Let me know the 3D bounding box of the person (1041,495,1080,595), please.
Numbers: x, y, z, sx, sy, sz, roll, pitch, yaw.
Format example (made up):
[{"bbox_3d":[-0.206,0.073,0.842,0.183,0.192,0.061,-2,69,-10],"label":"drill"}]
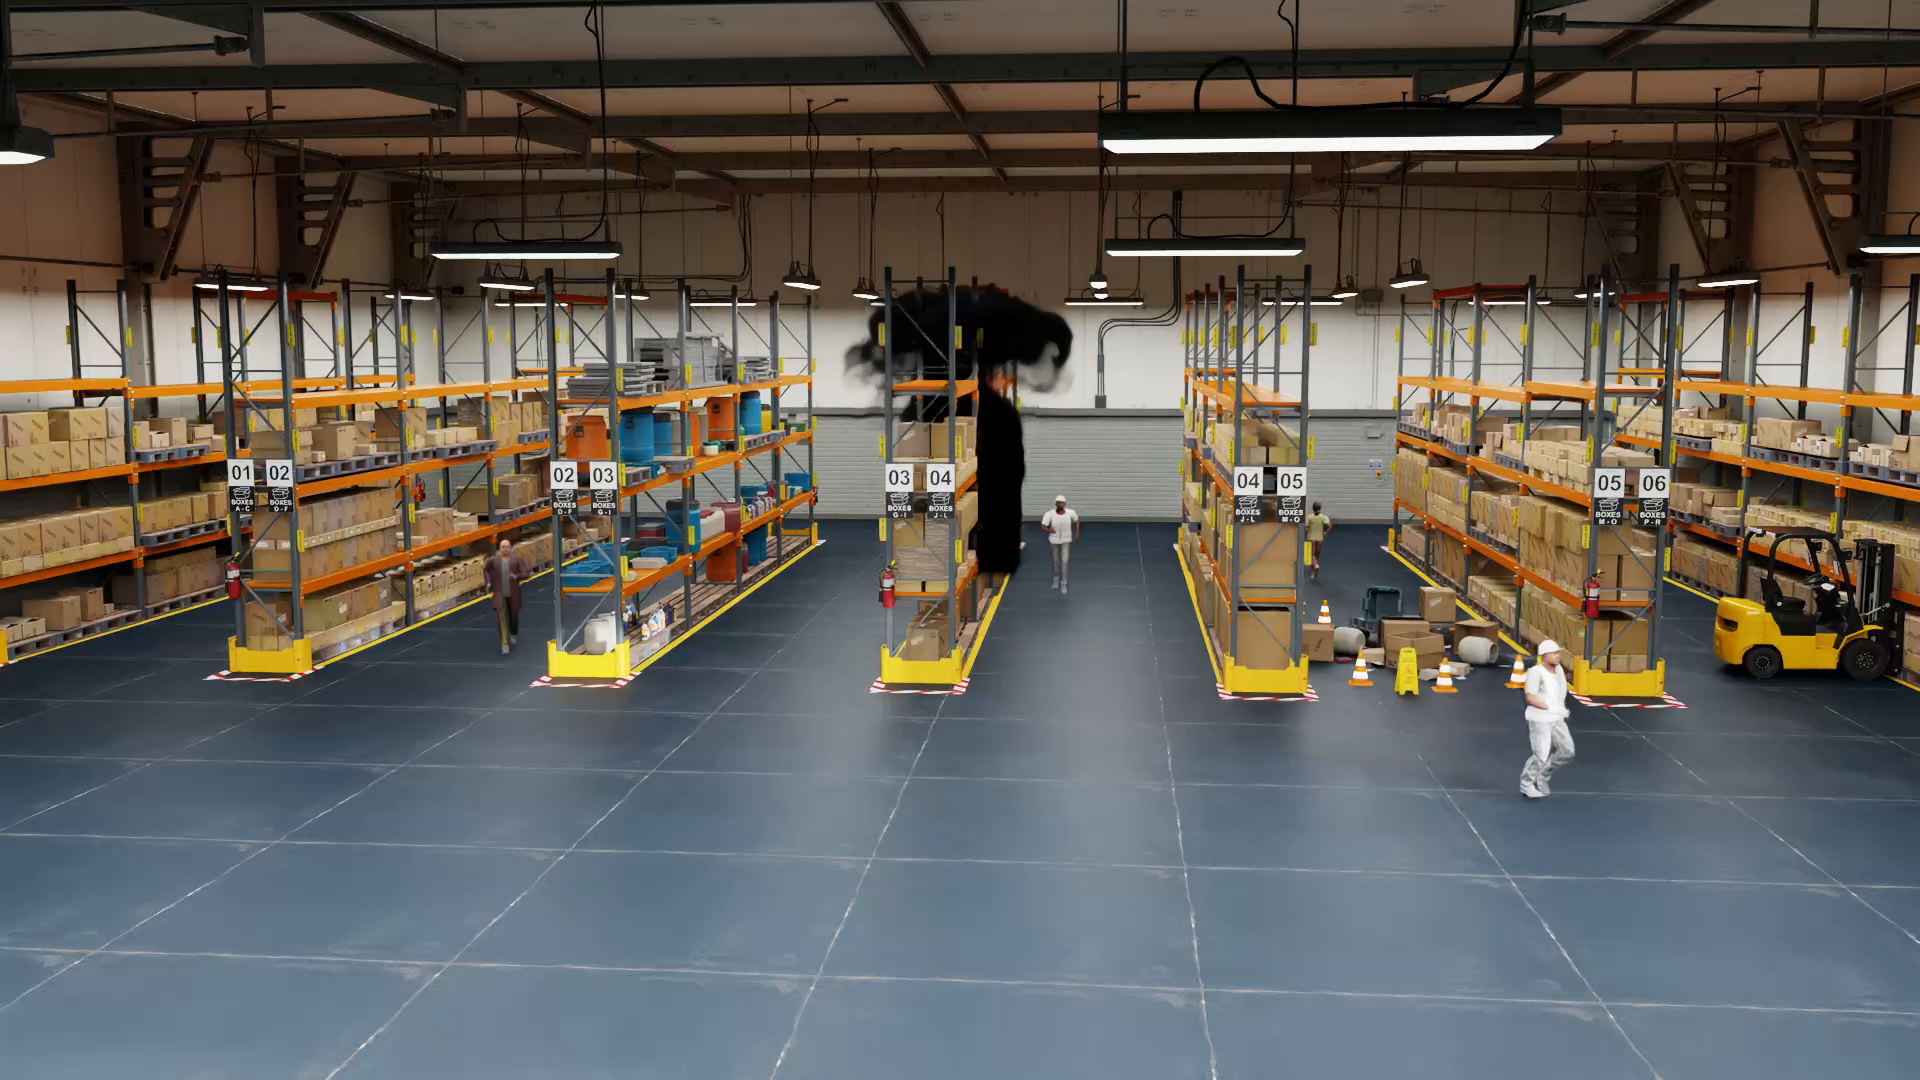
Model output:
[{"bbox_3d":[1.871,0.064,31.011,0.720,1.821,0.793,0,7,2],"label":"person"}]

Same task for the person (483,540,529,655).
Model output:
[{"bbox_3d":[-7.230,0.877,26.522,0.703,1.760,1.066,-2,7,-17],"label":"person"}]

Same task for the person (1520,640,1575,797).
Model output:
[{"bbox_3d":[6.395,1.952,17.974,0.721,1.759,0.638,-5,8,-33],"label":"person"}]

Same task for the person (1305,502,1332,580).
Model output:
[{"bbox_3d":[7.318,0.044,34.178,0.579,1.667,0.867,0,7,-2],"label":"person"}]
